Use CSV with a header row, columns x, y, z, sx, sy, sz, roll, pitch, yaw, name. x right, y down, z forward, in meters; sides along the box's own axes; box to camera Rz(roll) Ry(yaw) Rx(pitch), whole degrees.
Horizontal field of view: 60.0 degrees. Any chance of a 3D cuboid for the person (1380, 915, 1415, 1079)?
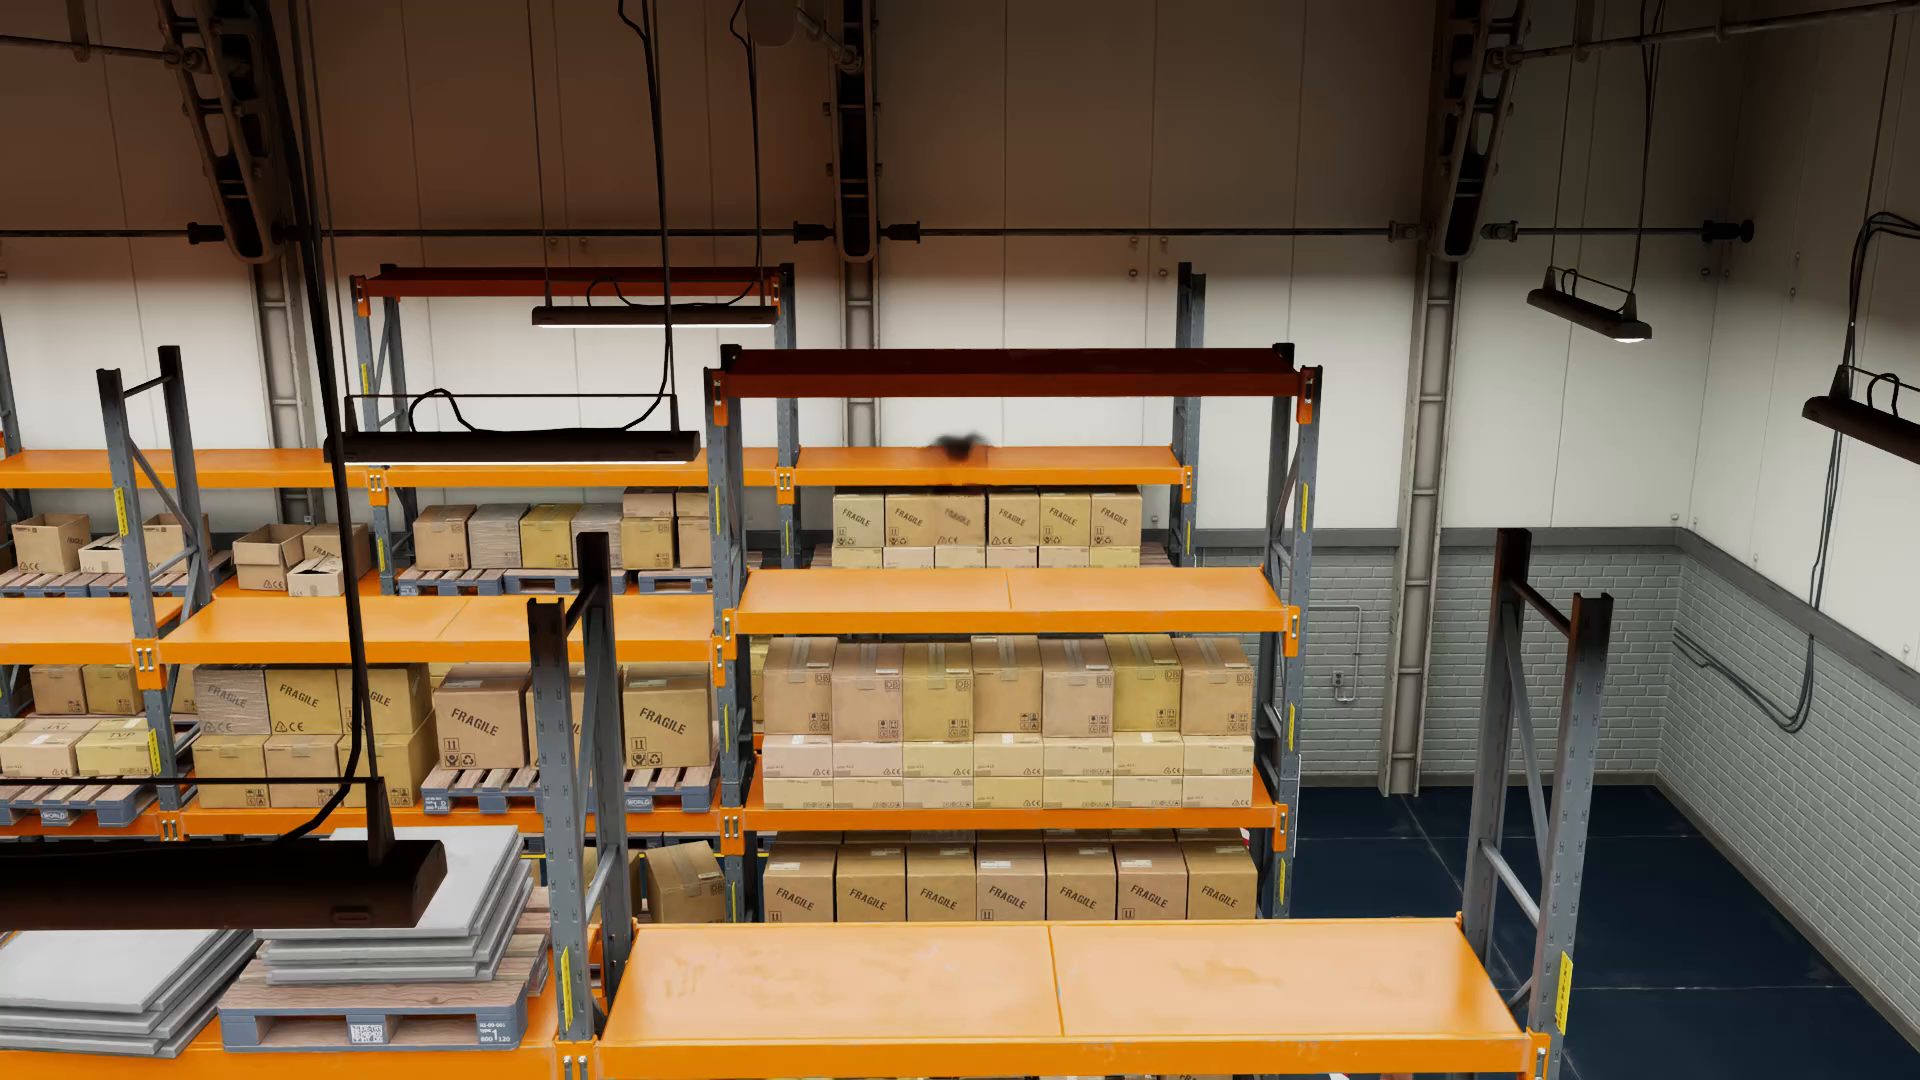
x,y,z,sx,sy,sz,roll,pitch,yaw,name
3.375,3.700,12.875,0.429,1.678,0.528,-3,16,-10,person
